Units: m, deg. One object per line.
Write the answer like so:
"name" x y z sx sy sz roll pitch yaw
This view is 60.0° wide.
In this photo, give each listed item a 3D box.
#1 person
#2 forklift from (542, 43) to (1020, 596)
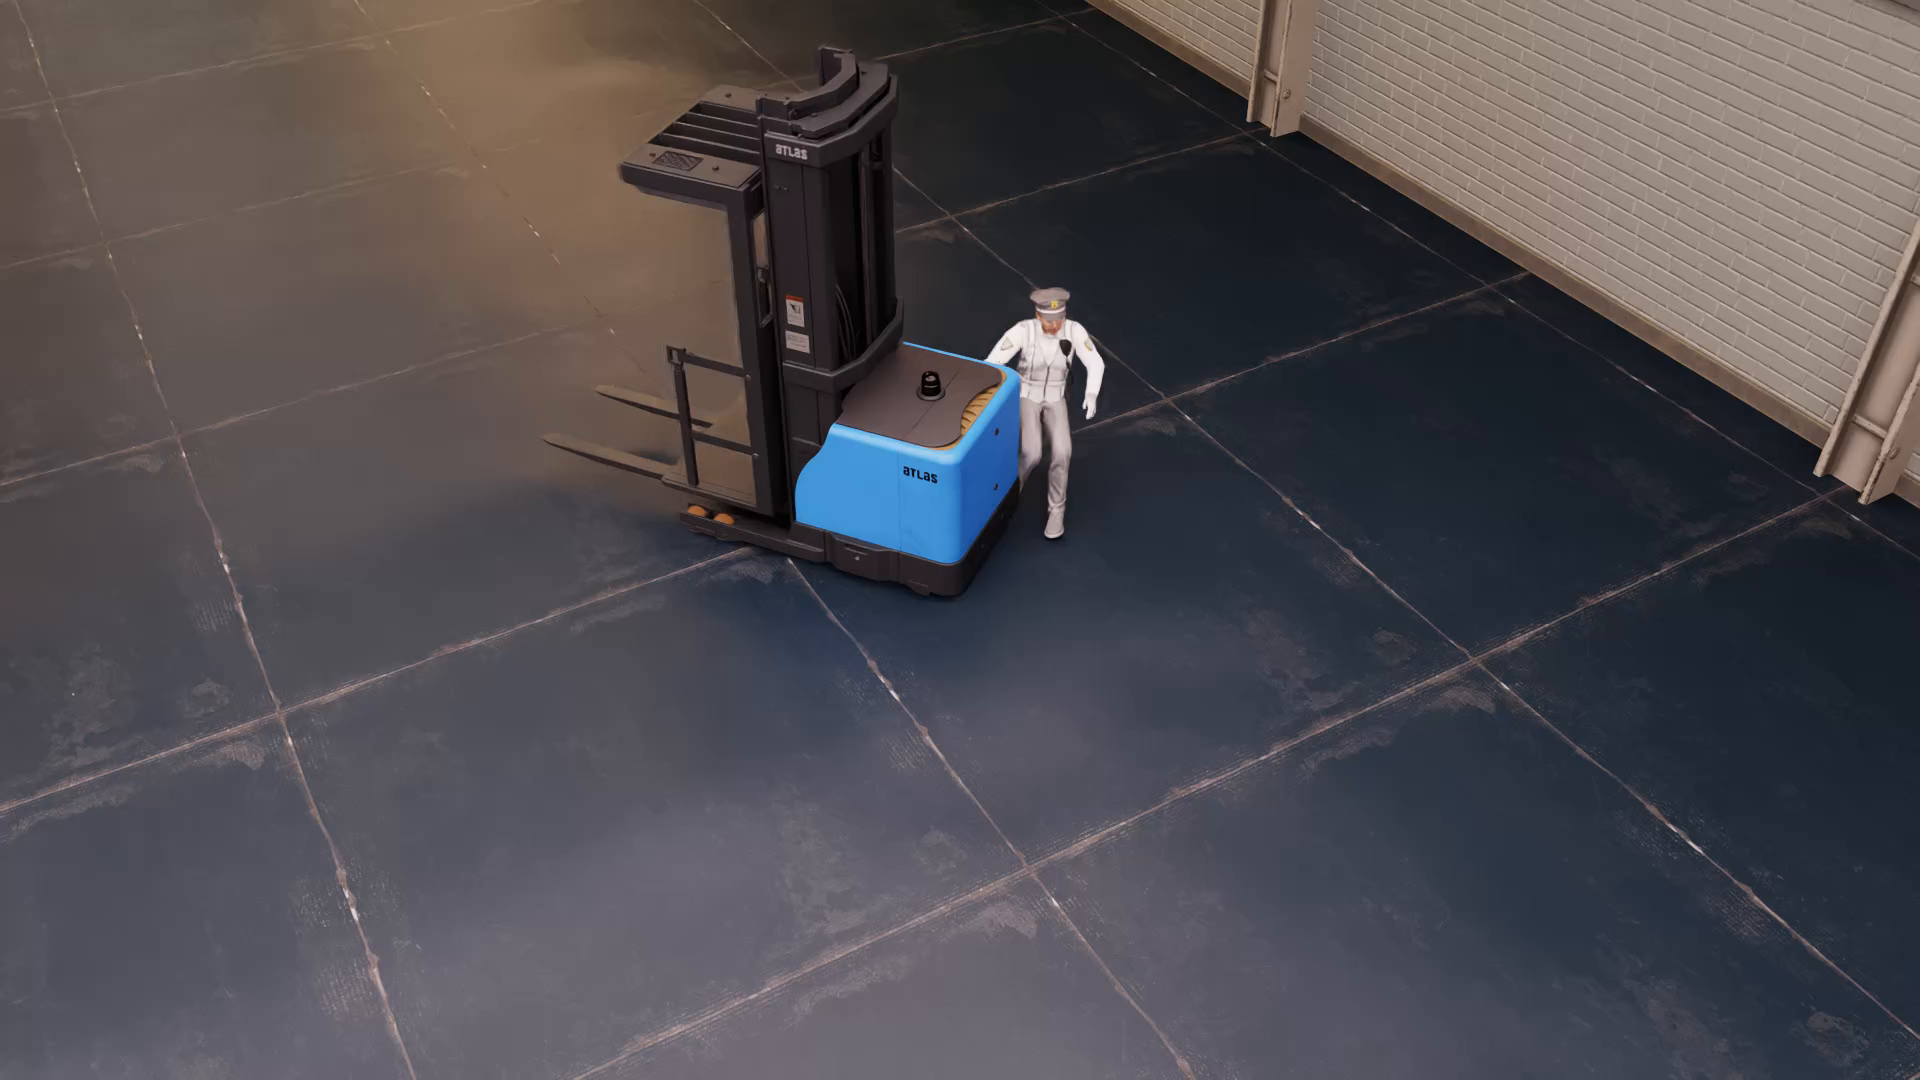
"person" 0.566 -0.781 10.191 0.751 1.465 0.806 -10 41 -11
"forklift" -1.189 -1.416 9.744 3.031 2.935 1.130 16 42 18
